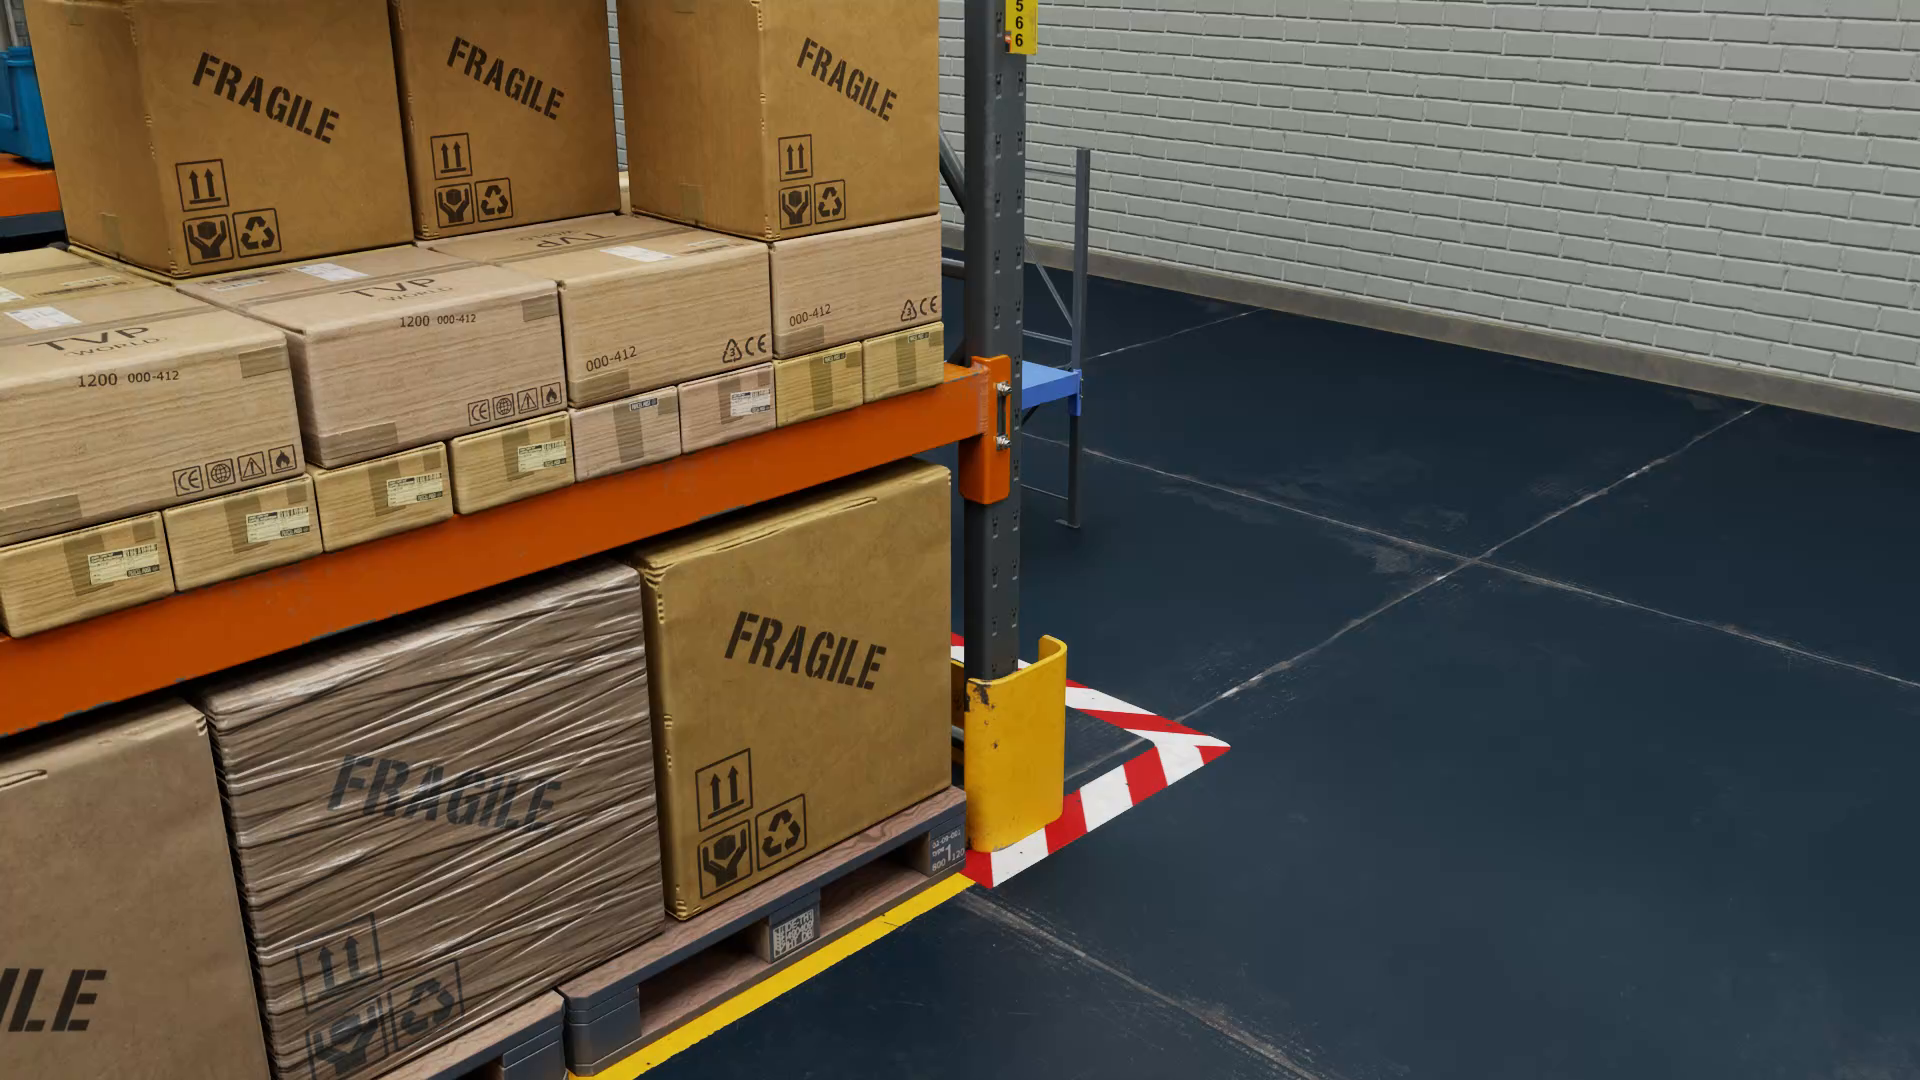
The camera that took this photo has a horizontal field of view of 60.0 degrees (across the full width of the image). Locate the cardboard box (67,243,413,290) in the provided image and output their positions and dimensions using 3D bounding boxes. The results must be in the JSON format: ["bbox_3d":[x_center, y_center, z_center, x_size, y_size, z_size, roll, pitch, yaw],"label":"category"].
[{"bbox_3d":[-1.483,-0.494,3.472,0.500,0.250,0.500,18,27,39],"label":"cardboard box"}]

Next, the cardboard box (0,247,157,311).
[{"bbox_3d":[-1.843,-0.358,3.120,0.500,0.250,0.500,19,28,40],"label":"cardboard box"}]

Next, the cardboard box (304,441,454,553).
[{"bbox_3d":[-1.148,-0.123,3.064,0.380,0.149,0.250,19,28,41],"label":"cardboard box"}]

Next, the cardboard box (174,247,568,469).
[{"bbox_3d":[-1.100,-0.361,3.127,0.500,0.250,0.500,18,27,39],"label":"cardboard box"}]

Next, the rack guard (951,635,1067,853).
[{"bbox_3d":[-0.227,0.417,4.794,1.175,0.500,0.348,19,28,41],"label":"rack guard"}]

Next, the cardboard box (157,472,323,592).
[{"bbox_3d":[-1.322,-0.060,2.900,0.250,0.149,0.380,-19,28,-41],"label":"cardboard box"}]

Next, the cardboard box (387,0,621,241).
[{"bbox_3d":[-1.120,-0.979,3.689,0.500,0.500,0.500,18,28,39],"label":"cardboard box"}]

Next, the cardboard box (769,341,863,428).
[{"bbox_3d":[-0.436,-0.386,3.747,0.380,0.149,0.250,20,28,41],"label":"cardboard box"}]

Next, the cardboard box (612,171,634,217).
[{"bbox_3d":[-0.772,-0.757,4.158,0.500,0.250,0.500,18,28,39],"label":"cardboard box"}]

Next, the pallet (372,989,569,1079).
[{"bbox_3d":[-1.596,1.095,3.432,1.003,0.211,1.213,19,28,41],"label":"pallet"}]

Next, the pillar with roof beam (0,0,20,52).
[{"bbox_3d":[-6.542,-7.097,12.495,9.100,9.000,0.400,19,28,41],"label":"pillar with roof beam"}]

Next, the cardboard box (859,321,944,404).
[{"bbox_3d":[-0.256,-0.453,3.922,0.250,0.149,0.380,-20,28,-41],"label":"cardboard box"}]

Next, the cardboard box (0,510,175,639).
[{"bbox_3d":[-1.503,0.007,2.724,0.380,0.149,0.250,18,28,39],"label":"cardboard box"}]

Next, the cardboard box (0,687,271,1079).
[{"bbox_3d":[-1.888,0.699,2.952,0.875,0.875,0.875,19,28,41],"label":"cardboard box"}]

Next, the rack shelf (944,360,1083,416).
[{"bbox_3d":[-0.059,-0.510,6.313,0.538,0.185,1.000,19,28,41],"label":"rack shelf"}]

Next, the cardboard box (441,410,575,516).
[{"bbox_3d":[-0.967,-0.190,3.238,0.380,0.149,0.250,18,28,39],"label":"cardboard box"}]

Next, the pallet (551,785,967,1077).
[{"bbox_3d":[-0.745,0.783,4.244,1.003,0.211,1.213,19,28,41],"label":"pallet"}]

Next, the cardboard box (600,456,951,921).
[{"bbox_3d":[-0.632,0.236,4.155,0.875,0.875,0.875,19,28,41],"label":"cardboard box"}]

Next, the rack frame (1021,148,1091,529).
[{"bbox_3d":[0.295,-0.809,6.588,0.500,1.500,0.032,19,28,41],"label":"rack frame"}]

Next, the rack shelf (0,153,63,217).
[{"bbox_3d":[-5.187,-1.134,6.346,1.077,0.370,4.000,19,28,41],"label":"rack shelf"}]

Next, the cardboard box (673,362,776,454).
[{"bbox_3d":[-0.613,-0.321,3.579,0.380,0.149,0.250,19,28,41],"label":"cardboard box"}]

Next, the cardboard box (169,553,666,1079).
[{"bbox_3d":[-1.267,0.470,3.547,0.875,0.875,0.875,19,28,41],"label":"cardboard box"}]

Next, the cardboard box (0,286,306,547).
[{"bbox_3d":[-1.461,-0.226,2.776,0.500,0.250,0.500,19,28,41],"label":"cardboard box"}]

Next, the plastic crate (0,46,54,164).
[{"bbox_3d":[-3.892,-1.895,7.192,0.616,0.435,0.499,19,28,41],"label":"plastic crate"}]

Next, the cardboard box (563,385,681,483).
[{"bbox_3d":[-0.787,-0.257,3.413,0.250,0.149,0.380,-20,28,-41],"label":"cardboard box"}]

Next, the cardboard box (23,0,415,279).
[{"bbox_3d":[-1.477,-0.844,3.339,0.500,0.500,0.500,18,28,39],"label":"cardboard box"}]

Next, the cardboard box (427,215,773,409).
[{"bbox_3d":[-0.746,-0.492,3.467,0.500,0.250,0.500,19,28,40],"label":"cardboard box"}]

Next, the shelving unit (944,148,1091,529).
[{"bbox_3d":[-0.059,-0.678,6.248,0.538,1.500,1.048,19,28,41],"label":"shelving unit"}]

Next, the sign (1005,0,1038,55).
[{"bbox_3d":[0.136,-1.256,3.717,0.100,0.325,0.005,19,28,41],"label":"sign"}]

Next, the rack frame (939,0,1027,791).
[{"bbox_3d":[-0.243,-0.744,4.330,1.000,3.000,0.127,19,28,41],"label":"rack frame"}]

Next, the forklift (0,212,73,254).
[{"bbox_3d":[-2.741,-0.997,5.084,1.130,2.935,3.031,18,27,39],"label":"forklift"}]

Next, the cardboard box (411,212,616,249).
[{"bbox_3d":[-1.129,-0.622,3.806,0.500,0.250,0.500,19,28,40],"label":"cardboard box"}]

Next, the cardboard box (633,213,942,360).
[{"bbox_3d":[-0.391,-0.622,3.806,0.500,0.250,0.500,19,28,40],"label":"cardboard box"}]

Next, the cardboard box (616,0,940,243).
[{"bbox_3d":[-0.395,-0.972,3.672,0.500,0.500,0.500,20,29,41],"label":"cardboard box"}]

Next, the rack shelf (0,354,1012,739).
[{"bbox_3d":[-1.638,0.106,3.121,1.077,0.370,4.000,19,28,41],"label":"rack shelf"}]
